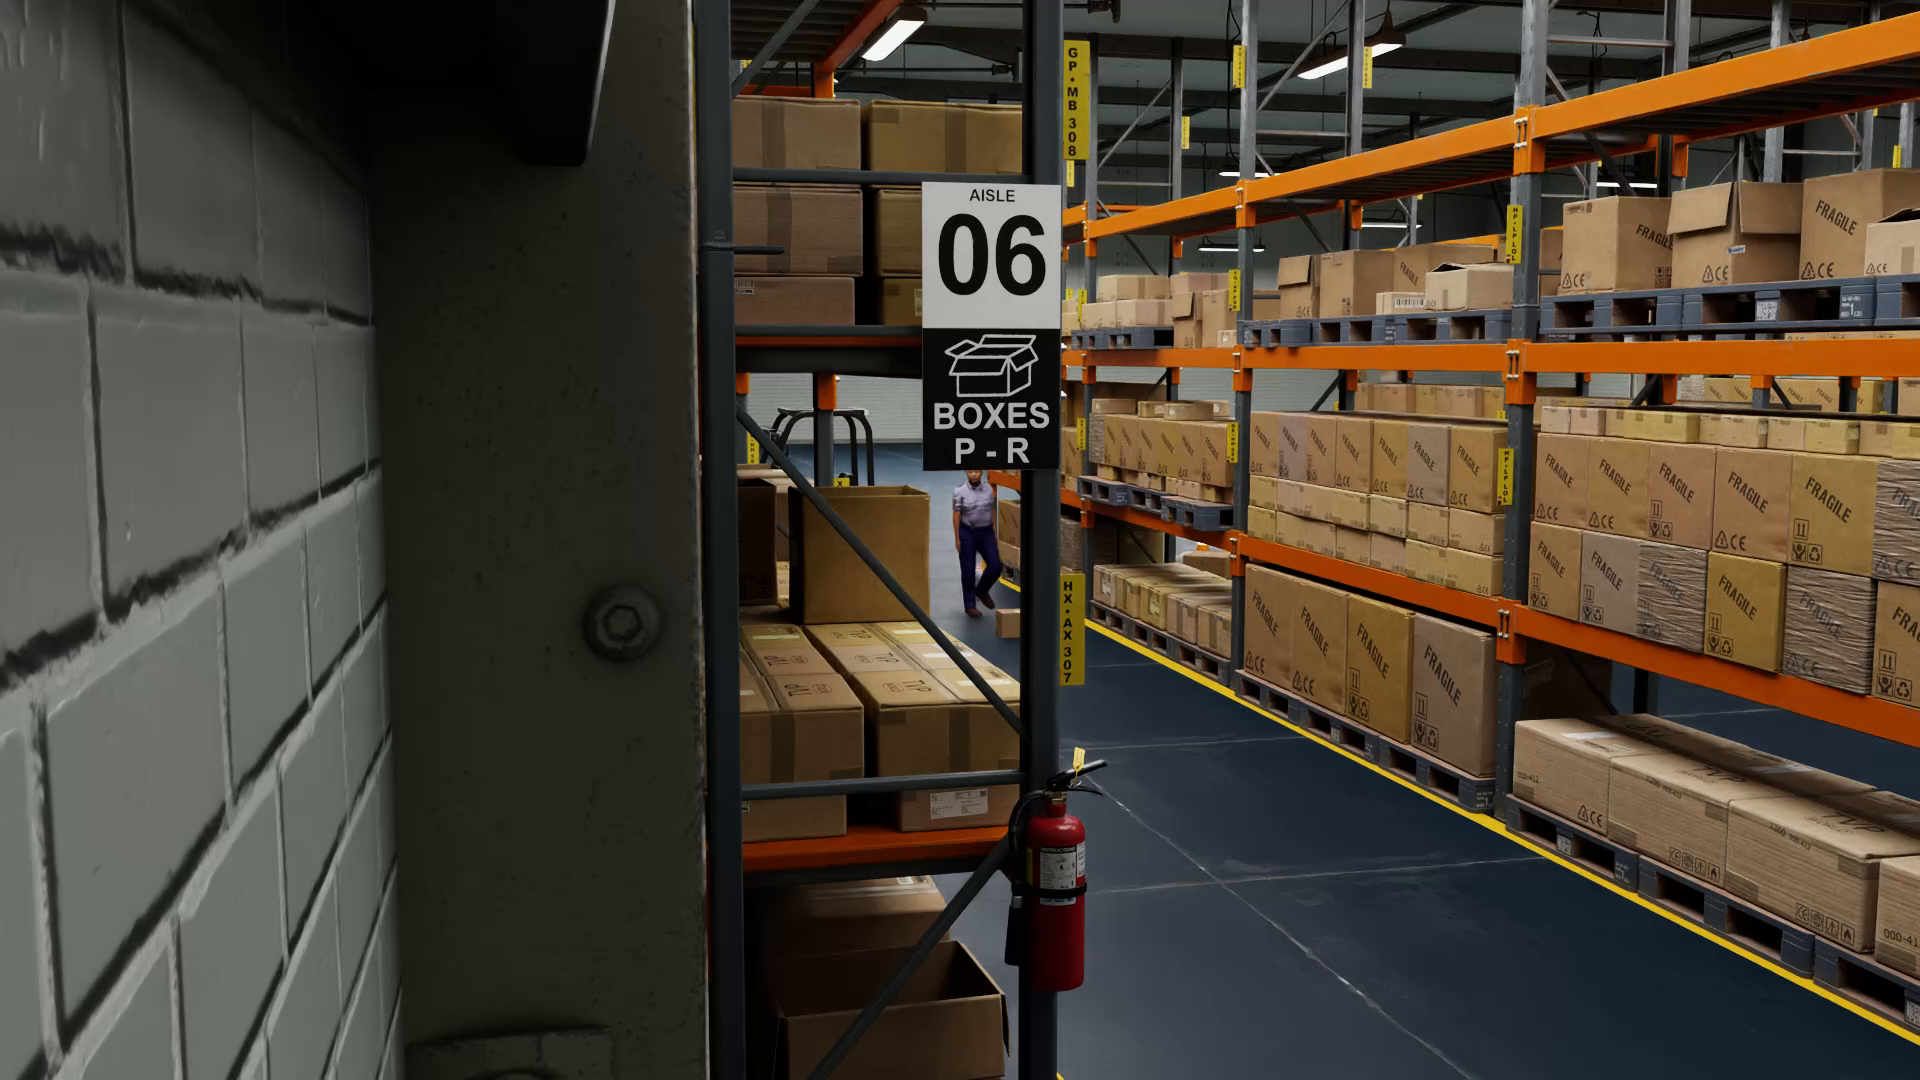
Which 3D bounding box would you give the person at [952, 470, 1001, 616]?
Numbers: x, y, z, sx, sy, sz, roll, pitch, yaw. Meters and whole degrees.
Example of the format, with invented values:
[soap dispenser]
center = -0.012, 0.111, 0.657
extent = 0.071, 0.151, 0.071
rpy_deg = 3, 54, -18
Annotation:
[person]
center = 0.162, -0.027, 17.528
extent = 0.523, 1.643, 0.479
rpy_deg = -2, 7, -18
